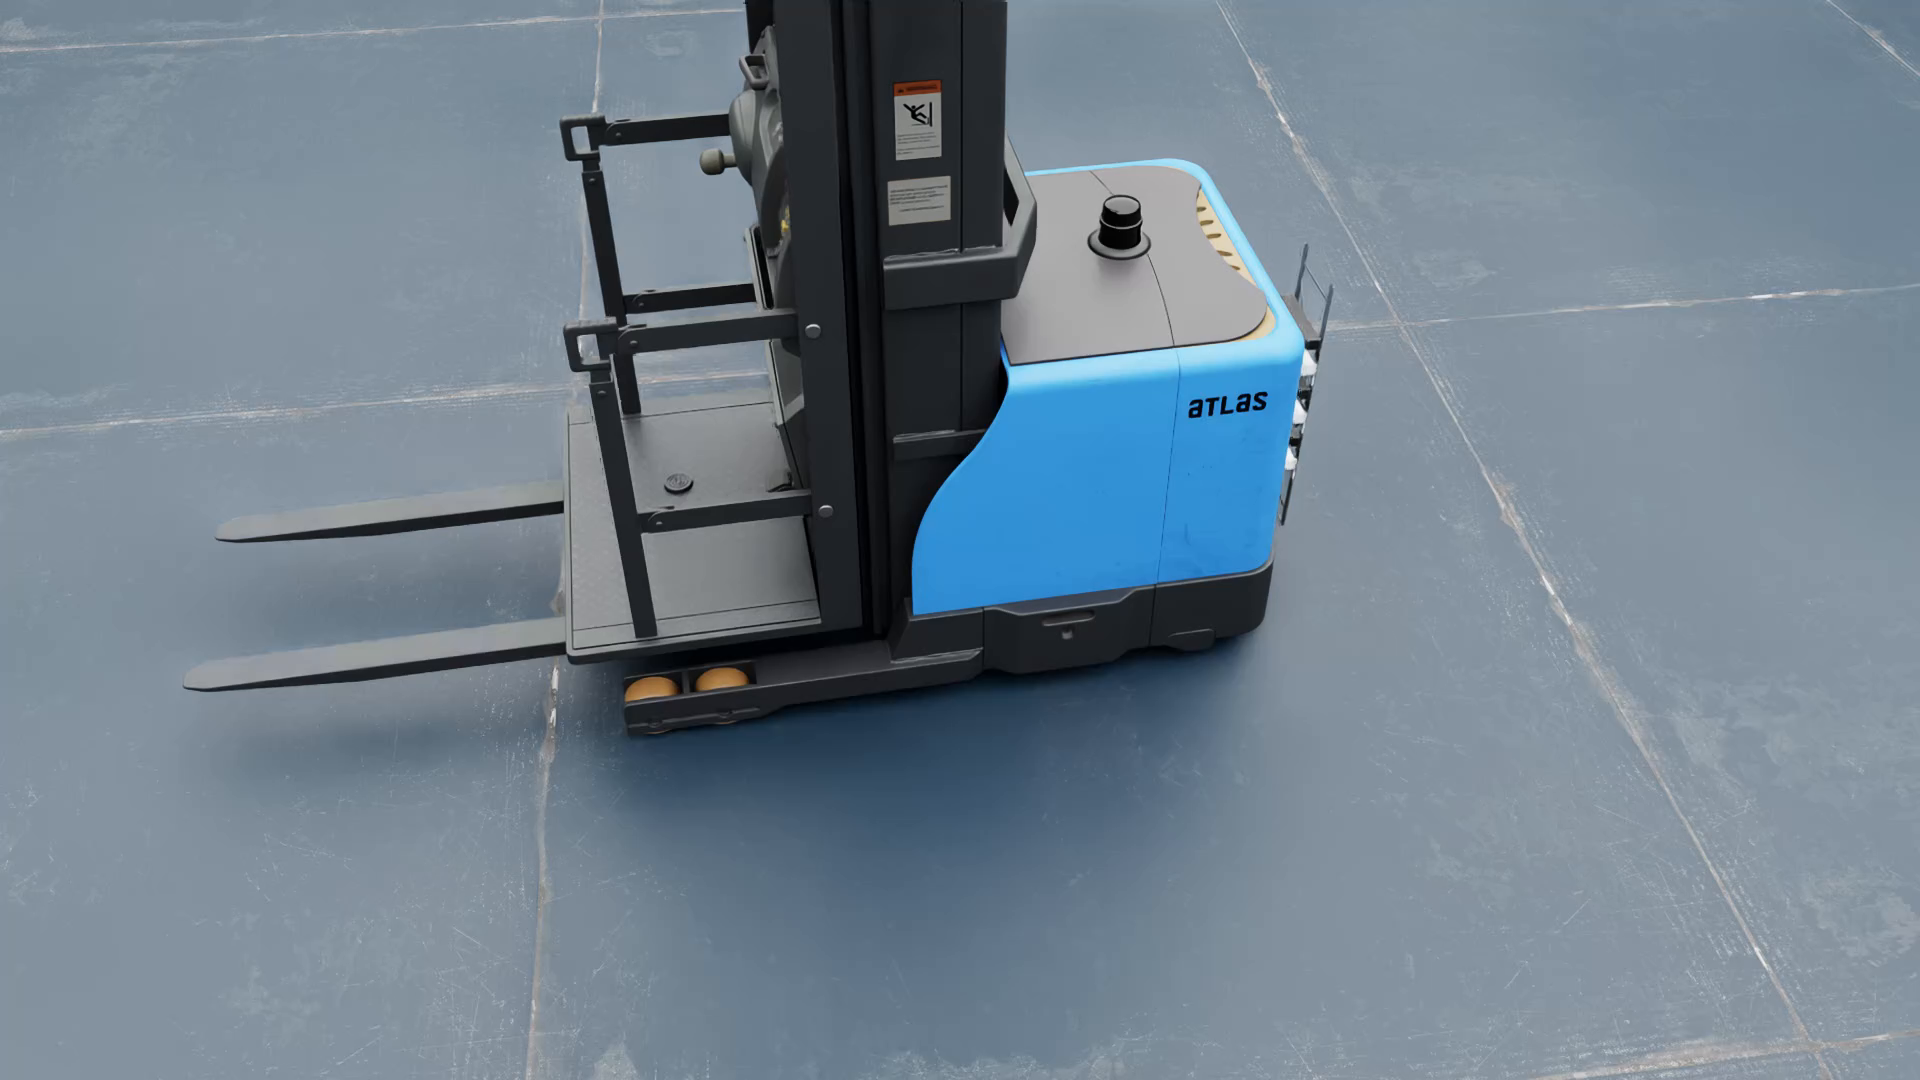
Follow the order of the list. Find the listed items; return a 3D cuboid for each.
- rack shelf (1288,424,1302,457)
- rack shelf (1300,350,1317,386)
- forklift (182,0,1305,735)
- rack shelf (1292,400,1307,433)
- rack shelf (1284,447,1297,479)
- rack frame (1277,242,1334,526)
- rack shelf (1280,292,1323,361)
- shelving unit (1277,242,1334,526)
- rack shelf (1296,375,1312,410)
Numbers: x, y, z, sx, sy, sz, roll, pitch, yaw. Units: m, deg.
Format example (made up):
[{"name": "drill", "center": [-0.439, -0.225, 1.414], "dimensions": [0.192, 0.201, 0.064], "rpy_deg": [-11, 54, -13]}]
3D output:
[{"name": "rack shelf", "center": [0.919, -0.357, 5.153], "dimensions": [0.200, 0.077, 0.258], "rpy_deg": [-6, 42, -9]}, {"name": "rack shelf", "center": [0.926, -0.558, 4.973], "dimensions": [0.200, 0.077, 0.258], "rpy_deg": [-6, 42, -9]}, {"name": "forklift", "center": [-0.668, -0.931, 4.094], "dimensions": [3.031, 2.935, 1.130], "rpy_deg": [-7, 43, -8]}, {"name": "rack shelf", "center": [0.921, -0.424, 5.093], "dimensions": [0.200, 0.077, 0.258], "rpy_deg": [-6, 42, -9]}, {"name": "rack shelf", "center": [0.916, -0.289, 5.213], "dimensions": [0.200, 0.077, 0.258], "rpy_deg": [-6, 42, -9]}, {"name": "rack frame", "center": [1.022, -0.458, 5.086], "dimensions": [0.006, 0.900, 0.240], "rpy_deg": [-6, 42, -9]}, {"name": "rack shelf", "center": [0.929, -0.625, 4.913], "dimensions": [0.200, 0.077, 0.258], "rpy_deg": [-6, 42, -9]}, {"name": "shelving unit", "center": [0.922, -0.448, 5.071], "dimensions": [0.210, 0.900, 0.258], "rpy_deg": [-6, 42, -9]}, {"name": "rack shelf", "center": [0.924, -0.491, 5.033], "dimensions": [0.200, 0.077, 0.258], "rpy_deg": [-6, 42, -9]}]
